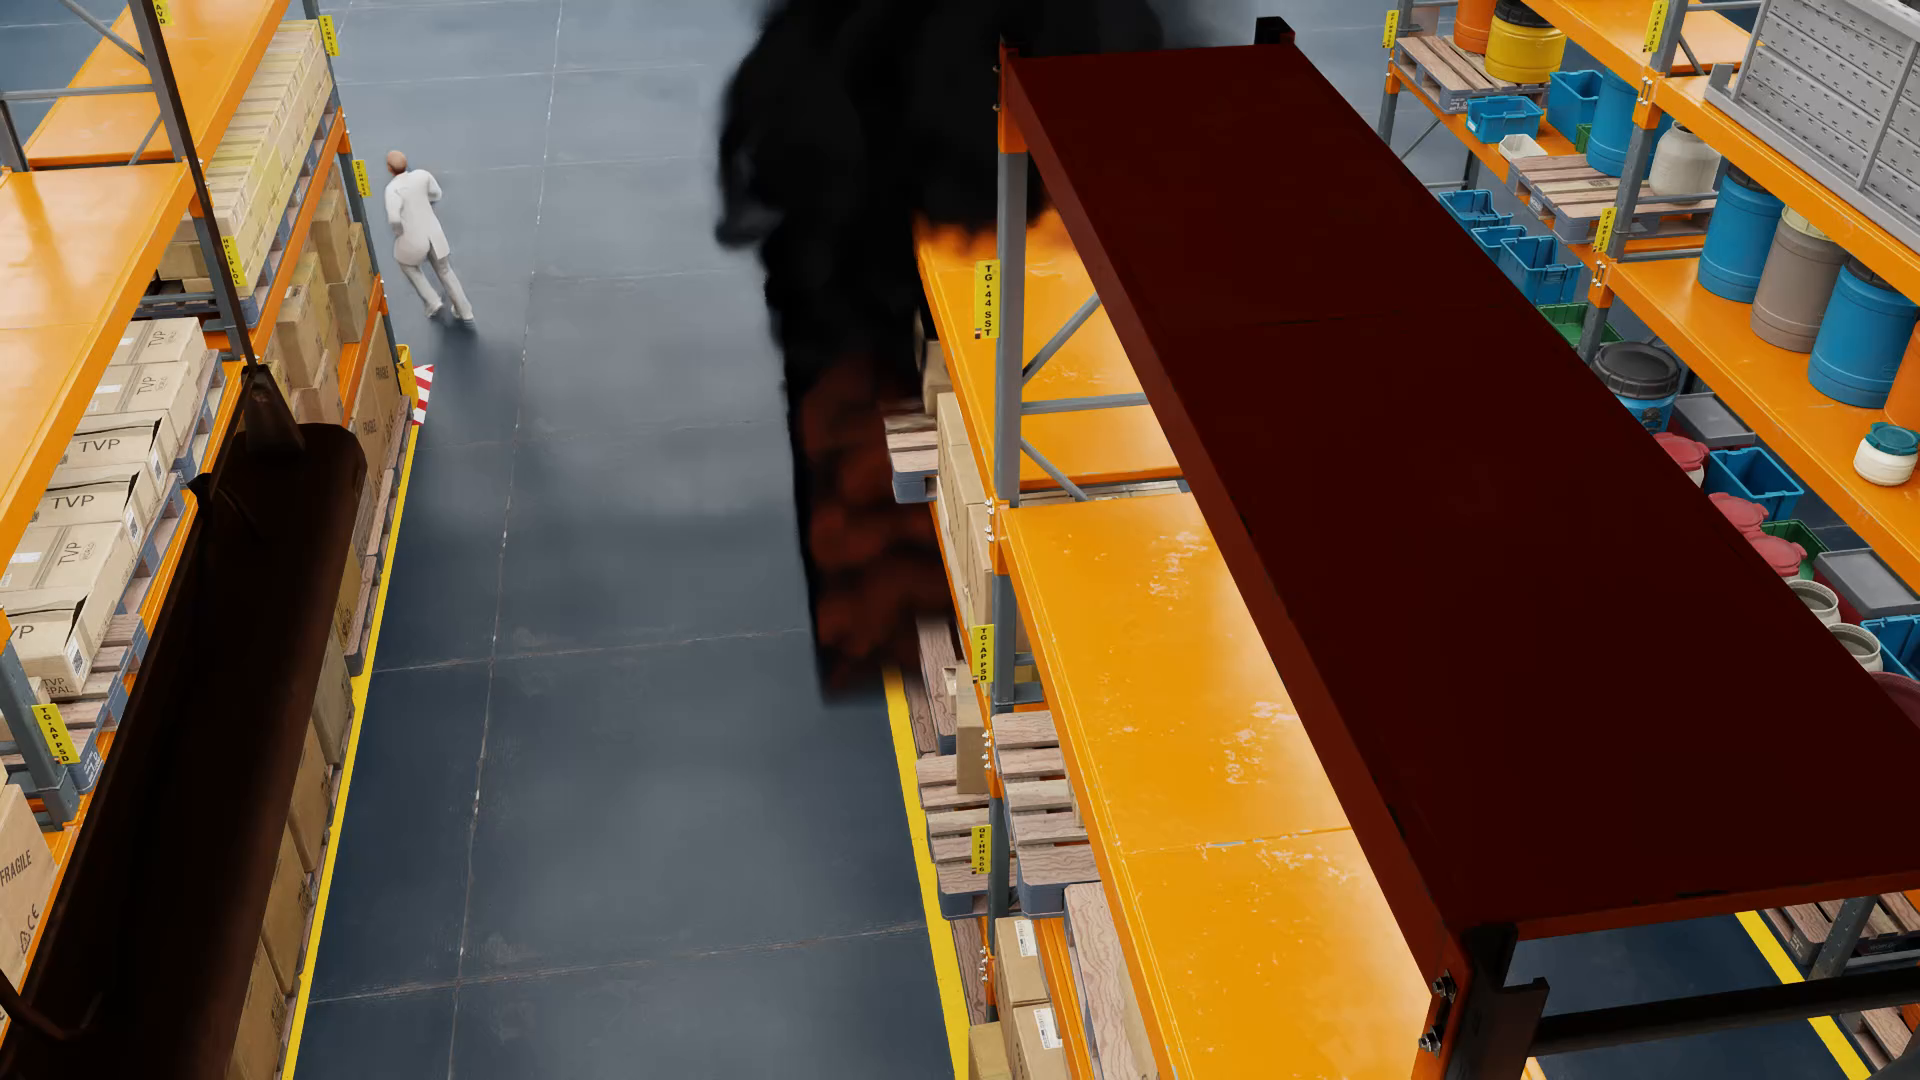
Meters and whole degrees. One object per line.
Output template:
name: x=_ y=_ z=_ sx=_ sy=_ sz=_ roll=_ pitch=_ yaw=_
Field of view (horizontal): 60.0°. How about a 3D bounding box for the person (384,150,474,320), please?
person: x=-5.161 y=-2.839 z=15.856 sx=0.814 sy=1.843 sz=0.705 roll=29 pitch=45 yaw=34
